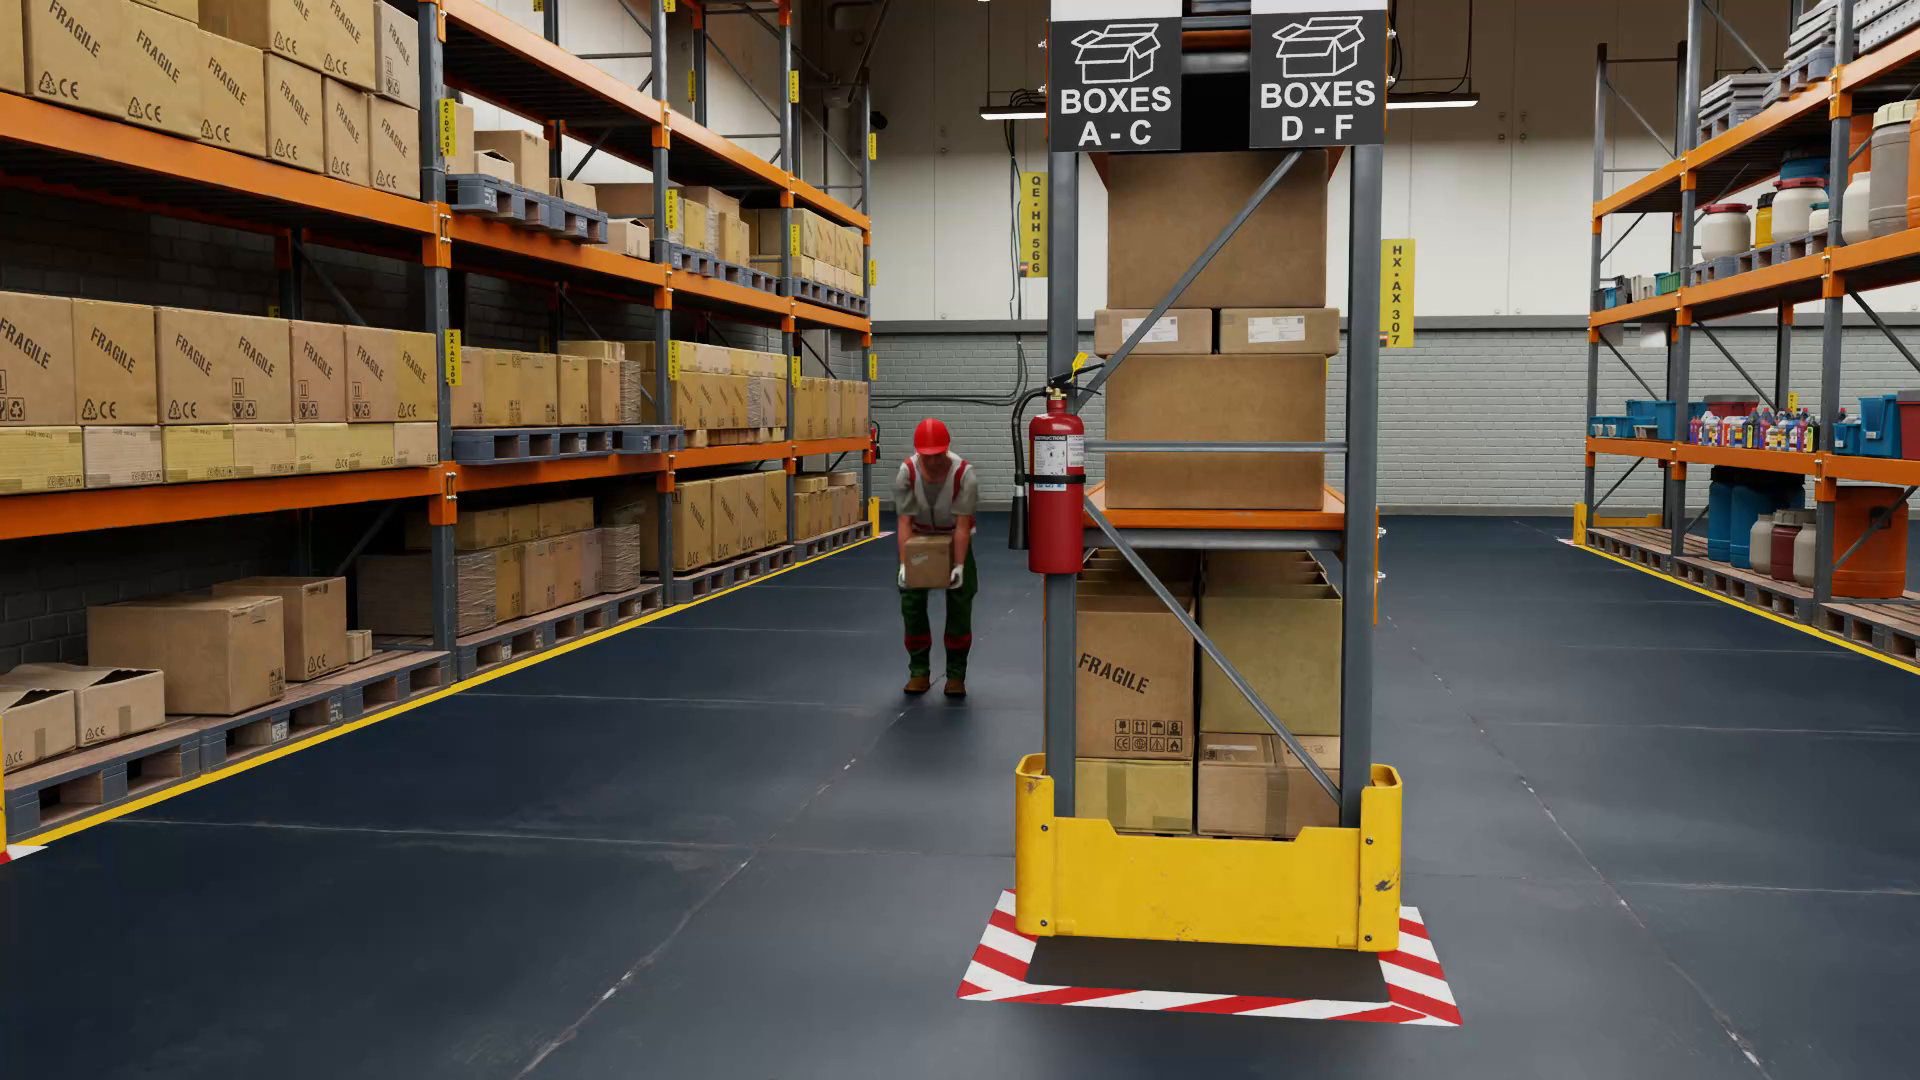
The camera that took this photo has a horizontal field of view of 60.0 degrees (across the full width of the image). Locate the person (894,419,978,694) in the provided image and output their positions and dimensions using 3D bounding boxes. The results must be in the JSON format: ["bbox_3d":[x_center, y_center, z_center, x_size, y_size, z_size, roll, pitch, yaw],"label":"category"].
[{"bbox_3d":[-0.137,0.100,9.459,0.492,1.581,0.783,1,4,7],"label":"person"}]
